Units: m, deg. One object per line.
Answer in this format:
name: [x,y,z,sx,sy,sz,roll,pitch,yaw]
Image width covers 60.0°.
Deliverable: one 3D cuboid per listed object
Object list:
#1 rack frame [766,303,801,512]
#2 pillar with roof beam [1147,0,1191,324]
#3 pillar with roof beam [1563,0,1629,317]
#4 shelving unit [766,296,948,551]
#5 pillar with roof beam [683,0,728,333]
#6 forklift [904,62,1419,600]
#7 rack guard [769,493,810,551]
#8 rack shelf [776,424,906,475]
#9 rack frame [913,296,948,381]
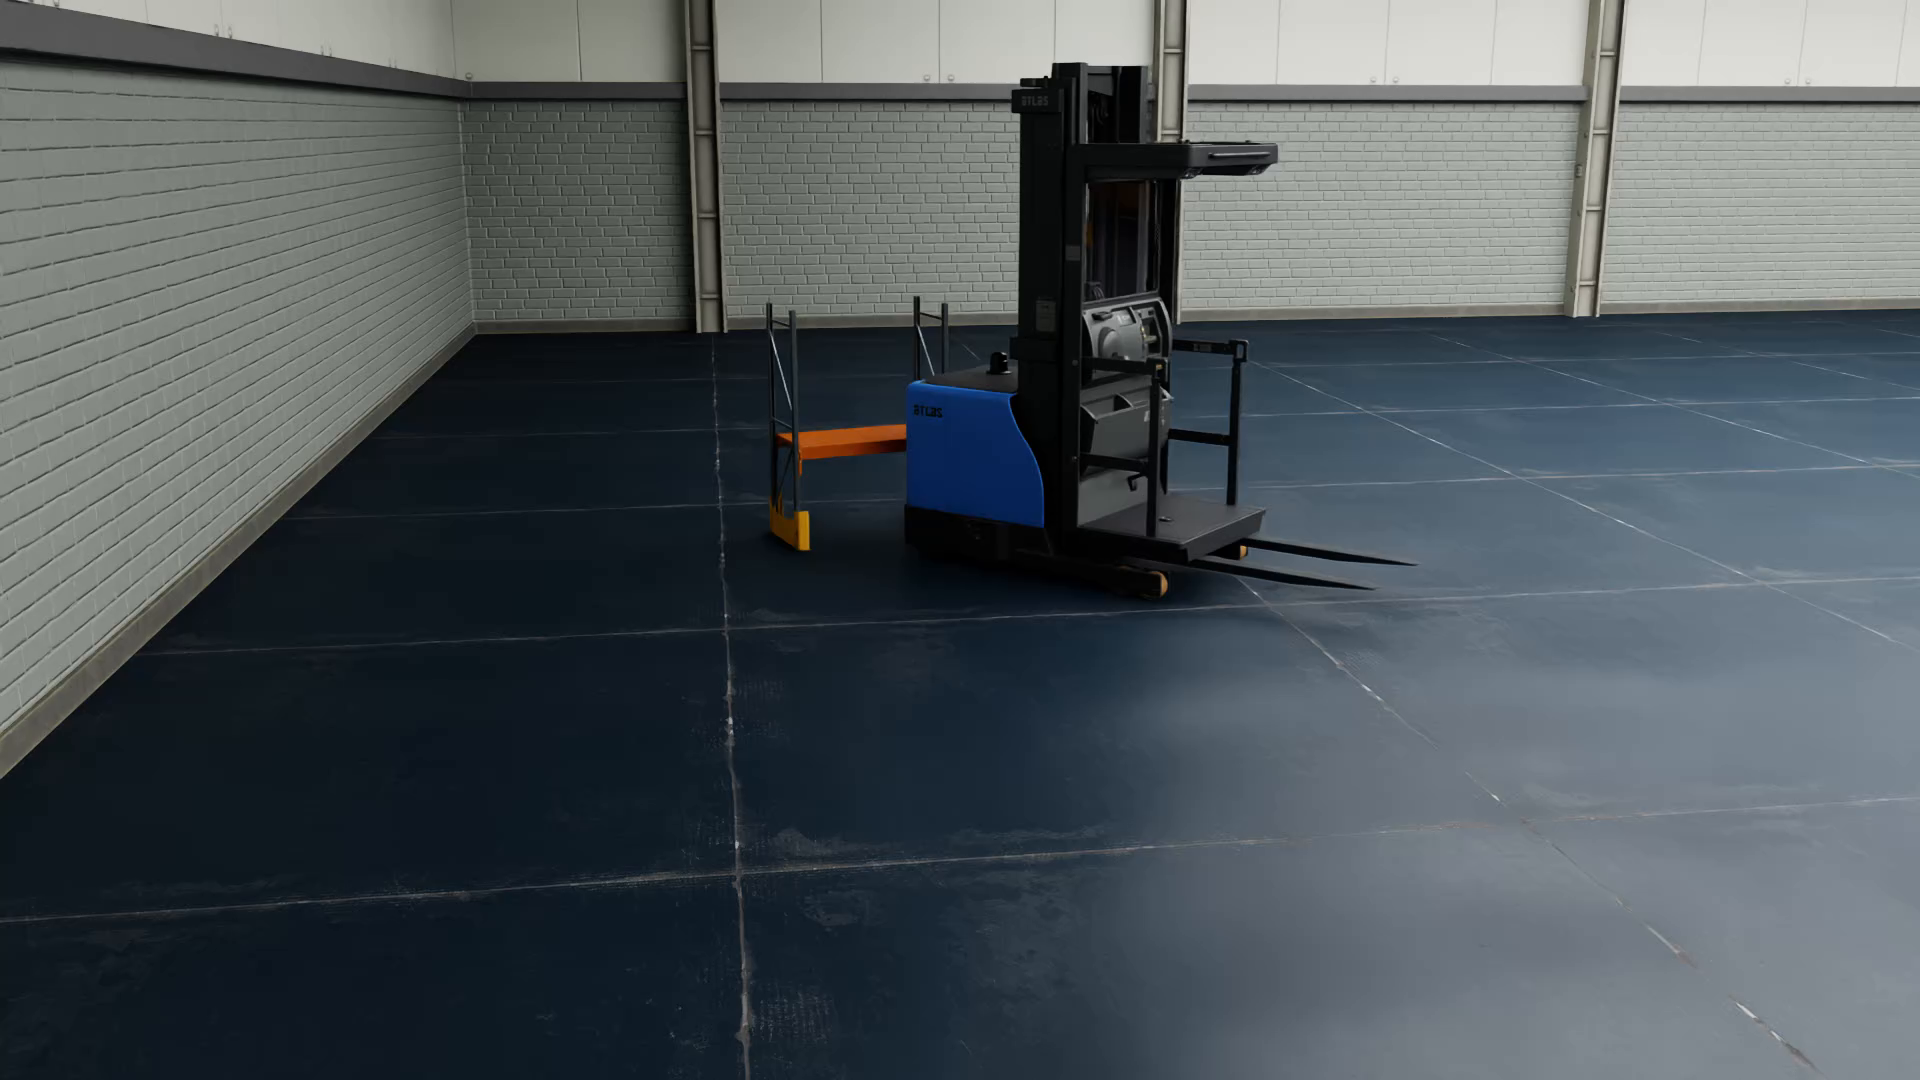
rack frame: [-1.117,-0.726,10.534,0.032,1.500,0.500,-6,15,-24]
pillar with roof beam: [3.371,-6.244,17.122,0.400,9.000,9.100,-2,14,-8]
pillar with roof beam: [9.304,-6.462,17.989,0.400,9.000,9.100,-2,14,-8]
shelving unit: [-0.646,-0.778,10.742,1.083,1.500,0.587,-6,15,-24]
pillar with roof beam: [-2.562,-6.027,16.255,0.400,9.000,9.100,-2,14,-8]
forklift: [1.148,-1.228,9.593,3.031,2.935,1.130,10,17,34]
rack guard: [-1.099,-0.122,10.694,0.087,0.250,0.587,-6,15,-24]
rack shelf: [-0.654,-0.603,10.782,1.000,0.185,0.538,-6,15,-24]
rack frame: [-0.191,-0.828,10.942,0.032,1.500,0.500,-6,15,-24]
